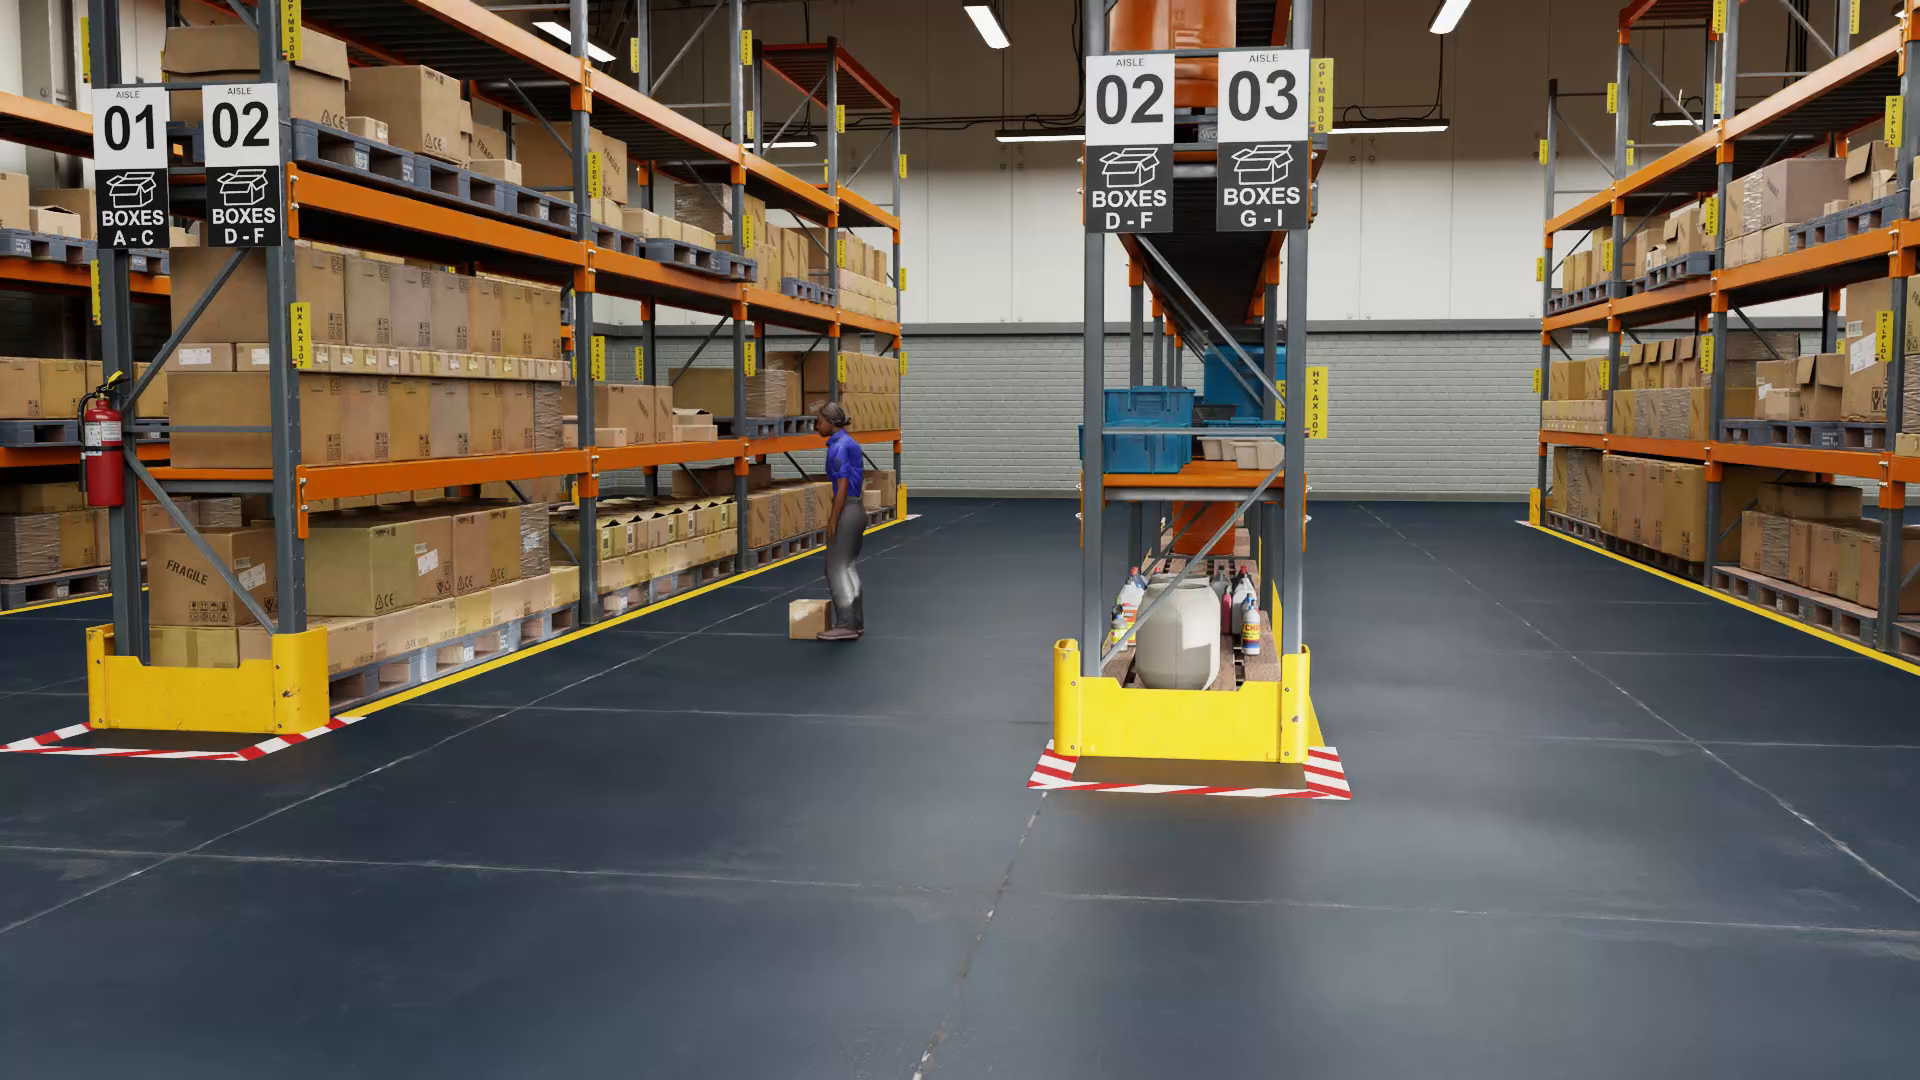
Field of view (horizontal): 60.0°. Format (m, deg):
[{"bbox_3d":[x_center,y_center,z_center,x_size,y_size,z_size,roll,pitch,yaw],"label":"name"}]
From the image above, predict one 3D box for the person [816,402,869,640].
[{"bbox_3d":[-0.826,-0.138,11.655,0.350,1.655,0.524,1,5,7],"label":"person"}]
